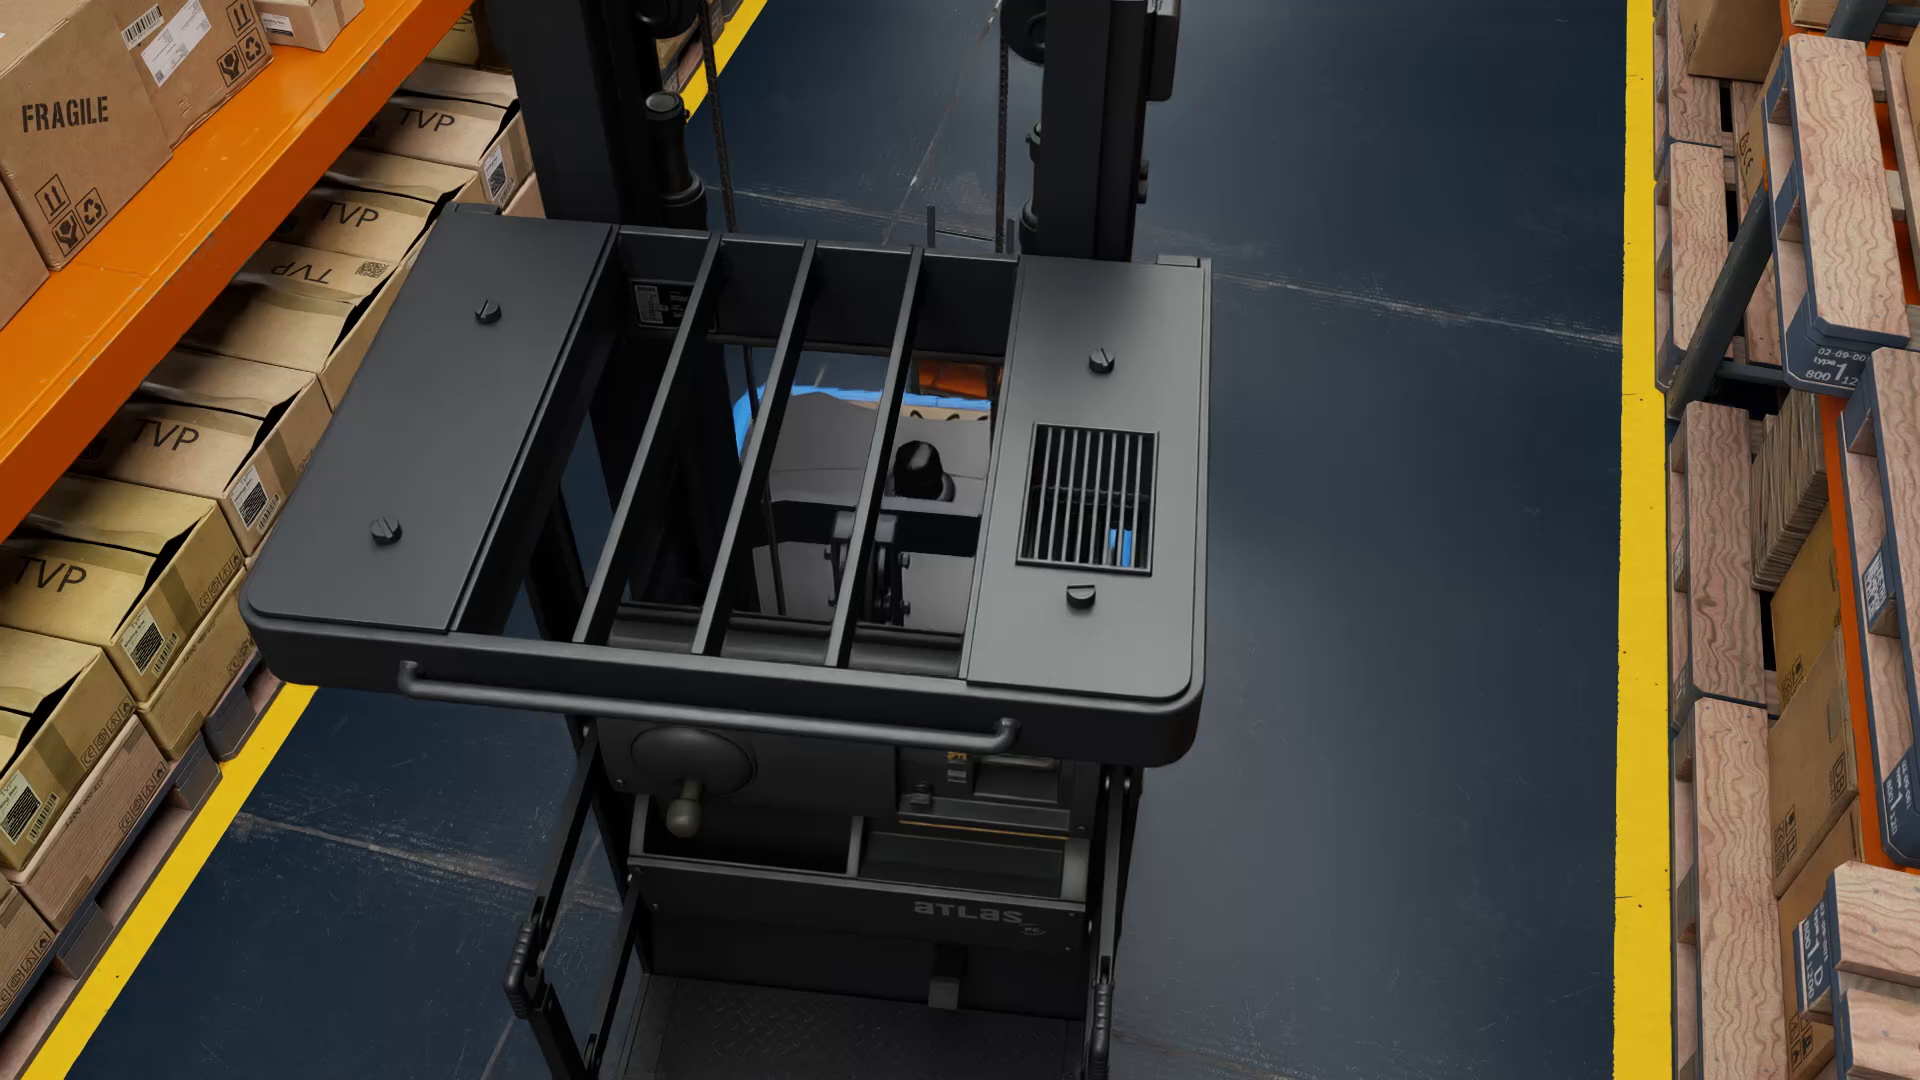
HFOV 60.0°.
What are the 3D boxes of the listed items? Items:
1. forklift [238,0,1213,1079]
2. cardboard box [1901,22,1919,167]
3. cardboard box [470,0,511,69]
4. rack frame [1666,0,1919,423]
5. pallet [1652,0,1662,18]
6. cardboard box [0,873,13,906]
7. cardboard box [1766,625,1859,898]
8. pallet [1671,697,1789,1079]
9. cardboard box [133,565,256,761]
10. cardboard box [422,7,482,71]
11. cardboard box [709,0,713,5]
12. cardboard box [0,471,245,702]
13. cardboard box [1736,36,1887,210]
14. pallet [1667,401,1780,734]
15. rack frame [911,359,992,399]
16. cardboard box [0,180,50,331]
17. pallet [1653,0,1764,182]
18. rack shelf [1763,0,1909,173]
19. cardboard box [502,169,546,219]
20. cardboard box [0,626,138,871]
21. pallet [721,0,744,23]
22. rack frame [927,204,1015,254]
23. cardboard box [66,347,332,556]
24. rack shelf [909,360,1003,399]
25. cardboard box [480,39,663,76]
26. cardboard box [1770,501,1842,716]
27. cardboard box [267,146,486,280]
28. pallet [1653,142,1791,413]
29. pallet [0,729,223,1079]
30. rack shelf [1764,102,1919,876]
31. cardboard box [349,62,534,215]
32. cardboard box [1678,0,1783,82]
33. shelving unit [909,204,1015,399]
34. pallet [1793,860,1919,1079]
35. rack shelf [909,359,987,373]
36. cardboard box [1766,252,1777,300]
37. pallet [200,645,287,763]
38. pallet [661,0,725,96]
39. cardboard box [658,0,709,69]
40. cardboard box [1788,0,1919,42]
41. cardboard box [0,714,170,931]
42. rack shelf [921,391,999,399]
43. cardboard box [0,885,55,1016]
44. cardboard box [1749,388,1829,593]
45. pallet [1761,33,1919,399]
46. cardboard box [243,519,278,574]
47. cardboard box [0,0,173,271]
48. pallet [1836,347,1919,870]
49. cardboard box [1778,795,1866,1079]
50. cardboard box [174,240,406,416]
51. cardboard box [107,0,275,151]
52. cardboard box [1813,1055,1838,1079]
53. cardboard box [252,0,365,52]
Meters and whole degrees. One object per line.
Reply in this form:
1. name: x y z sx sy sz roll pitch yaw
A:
1. forklift: -0.227 0.475 2.876 1.130 2.935 3.031 5 49 4
2. cardboard box: 2.711 -1.158 3.912 0.700 0.500 0.500 12 50 10
3. cardboard box: -1.478 -2.067 6.127 0.500 0.500 0.500 12 50 10
4. rack frame: 2.878 -1.341 4.433 1.000 3.000 0.127 12 50 10
5. pallet: 3.663 -2.676 7.471 1.003 0.211 1.213 12 50 10
6. cardboard box: -2.533 0.842 3.686 0.500 0.311 0.500 13 50 11
7. cardboard box: 2.440 0.621 4.075 0.700 0.500 0.500 12 50 10
8. pallet: 2.356 1.030 4.200 1.003 0.211 1.213 12 50 10
9. cardboard box: -2.271 0.286 4.550 0.500 0.250 0.500 10 49 9
10. cardboard box: -1.991 -1.924 6.501 0.500 0.250 0.500 12 50 10
11. cardboard box: -1.214 -2.542 7.047 0.500 0.250 0.500 12 50 10
12. cardboard box: -2.267 0.092 4.348 0.500 0.311 0.500 10 49 9
13. cardboard box: 3.113 -1.418 5.875 0.500 0.500 0.500 8 49 7
14. pallet: 2.675 0.145 4.981 1.003 0.211 1.213 12 50 10
15. rack frame: -0.020 -0.341 4.751 0.240 1.200 0.006 12 50 10
16. cardboard box: -2.529 -0.673 3.776 0.500 0.500 0.500 9 49 8
17. pallet: 3.340 -1.796 6.695 1.003 0.211 1.213 12 50 10
18. rack shelf: 3.405 -2.550 5.979 1.077 0.370 4.000 12 50 10
19. cardboard box: -1.731 -1.188 5.852 0.500 0.250 0.500 11 50 10
20. cardboard box: -2.403 0.460 4.023 0.500 0.311 0.500 10 49 9
21. pallet: -1.333 -2.845 7.620 1.003 0.211 1.213 12 50 10
22. rack frame: 0.028 -0.474 4.868 0.240 1.200 0.006 12 50 10
23. cardboard box: -2.132 -0.280 4.676 0.500 0.311 0.500 11 49 10
24. rack shelf: 0.004 -0.458 4.753 0.258 0.103 0.180 12 50 10
25. cardboard box: -1.487 -1.821 6.410 0.500 0.250 0.500 12 50 10
26. cardboard box: 2.613 0.260 4.394 0.700 0.500 0.500 11 49 9
27. cardboard box: -1.863 -1.004 5.315 0.500 0.311 0.500 13 50 11
28. pallet: 3.021 -0.911 5.913 1.003 0.211 1.213 12 50 10
29. pallet: -2.700 0.912 4.304 1.003 0.211 1.213 12 50 10
30. rack shelf: 2.352 0.344 3.426 1.077 0.370 4.000 12 50 10
31. cardboard box: -1.732 -1.381 5.648 0.500 0.311 0.500 12 50 10
32. cardboard box: 3.271 -2.137 6.509 0.700 0.500 0.500 9 49 8
33. shelving unit: 0.004 -0.407 4.809 0.258 1.200 0.189 12 50 10
34. pallet: 1.910 1.079 2.425 1.213 0.211 1.003 12 50 10
35. rack shelf: 0.004 -0.537 4.663 0.258 0.103 0.180 12 50 10
36. cardboard box: 2.990 -0.942 5.677 0.380 0.166 0.250 6 49 5
37. pallet: -2.377 0.033 5.080 1.003 0.211 1.213 12 50 10
38. pallet: -1.652 -1.960 6.839 1.003 0.211 1.213 12 50 10
39. cardboard box: -1.351 -2.181 6.728 0.500 0.250 0.500 12 50 10
40. cardboard box: 2.710 -1.700 4.837 0.500 0.250 0.500 12 50 10
41. cardboard box: -2.402 0.664 4.217 0.500 0.250 0.500 10 49 9
42. rack shelf: 0.004 -0.378 4.843 0.258 0.103 0.180 12 50 10
43. cardboard box: -2.533 1.027 3.896 0.500 0.250 0.500 11 50 10
44. cardboard box: 2.701 -0.124 4.732 0.700 0.500 0.500 13 50 11
45. pallet: 2.537 -0.754 4.042 1.003 0.211 1.213 12 50 10
46. cardboard box: -2.136 -0.084 4.878 0.500 0.250 0.500 12 50 11
47. cardboard box: -2.390 -1.053 4.112 0.500 0.500 0.500 12 50 10
48. pallet: 2.307 0.176 3.222 1.003 0.211 1.213 12 50 10
49. cardboard box: 2.316 0.988 3.751 0.700 0.500 0.500 11 50 10
50. cardboard box: -1.996 -0.643 4.997 0.500 0.311 0.500 11 50 10
51. cardboard box: -2.258 -1.416 4.432 0.500 0.500 0.500 15 50 13
52. cardboard box: 2.212 1.353 3.429 0.700 0.500 0.500 11 50 10
53. cardboard box: -1.956 -1.599 4.750 0.396 0.266 0.258 10 49 9
